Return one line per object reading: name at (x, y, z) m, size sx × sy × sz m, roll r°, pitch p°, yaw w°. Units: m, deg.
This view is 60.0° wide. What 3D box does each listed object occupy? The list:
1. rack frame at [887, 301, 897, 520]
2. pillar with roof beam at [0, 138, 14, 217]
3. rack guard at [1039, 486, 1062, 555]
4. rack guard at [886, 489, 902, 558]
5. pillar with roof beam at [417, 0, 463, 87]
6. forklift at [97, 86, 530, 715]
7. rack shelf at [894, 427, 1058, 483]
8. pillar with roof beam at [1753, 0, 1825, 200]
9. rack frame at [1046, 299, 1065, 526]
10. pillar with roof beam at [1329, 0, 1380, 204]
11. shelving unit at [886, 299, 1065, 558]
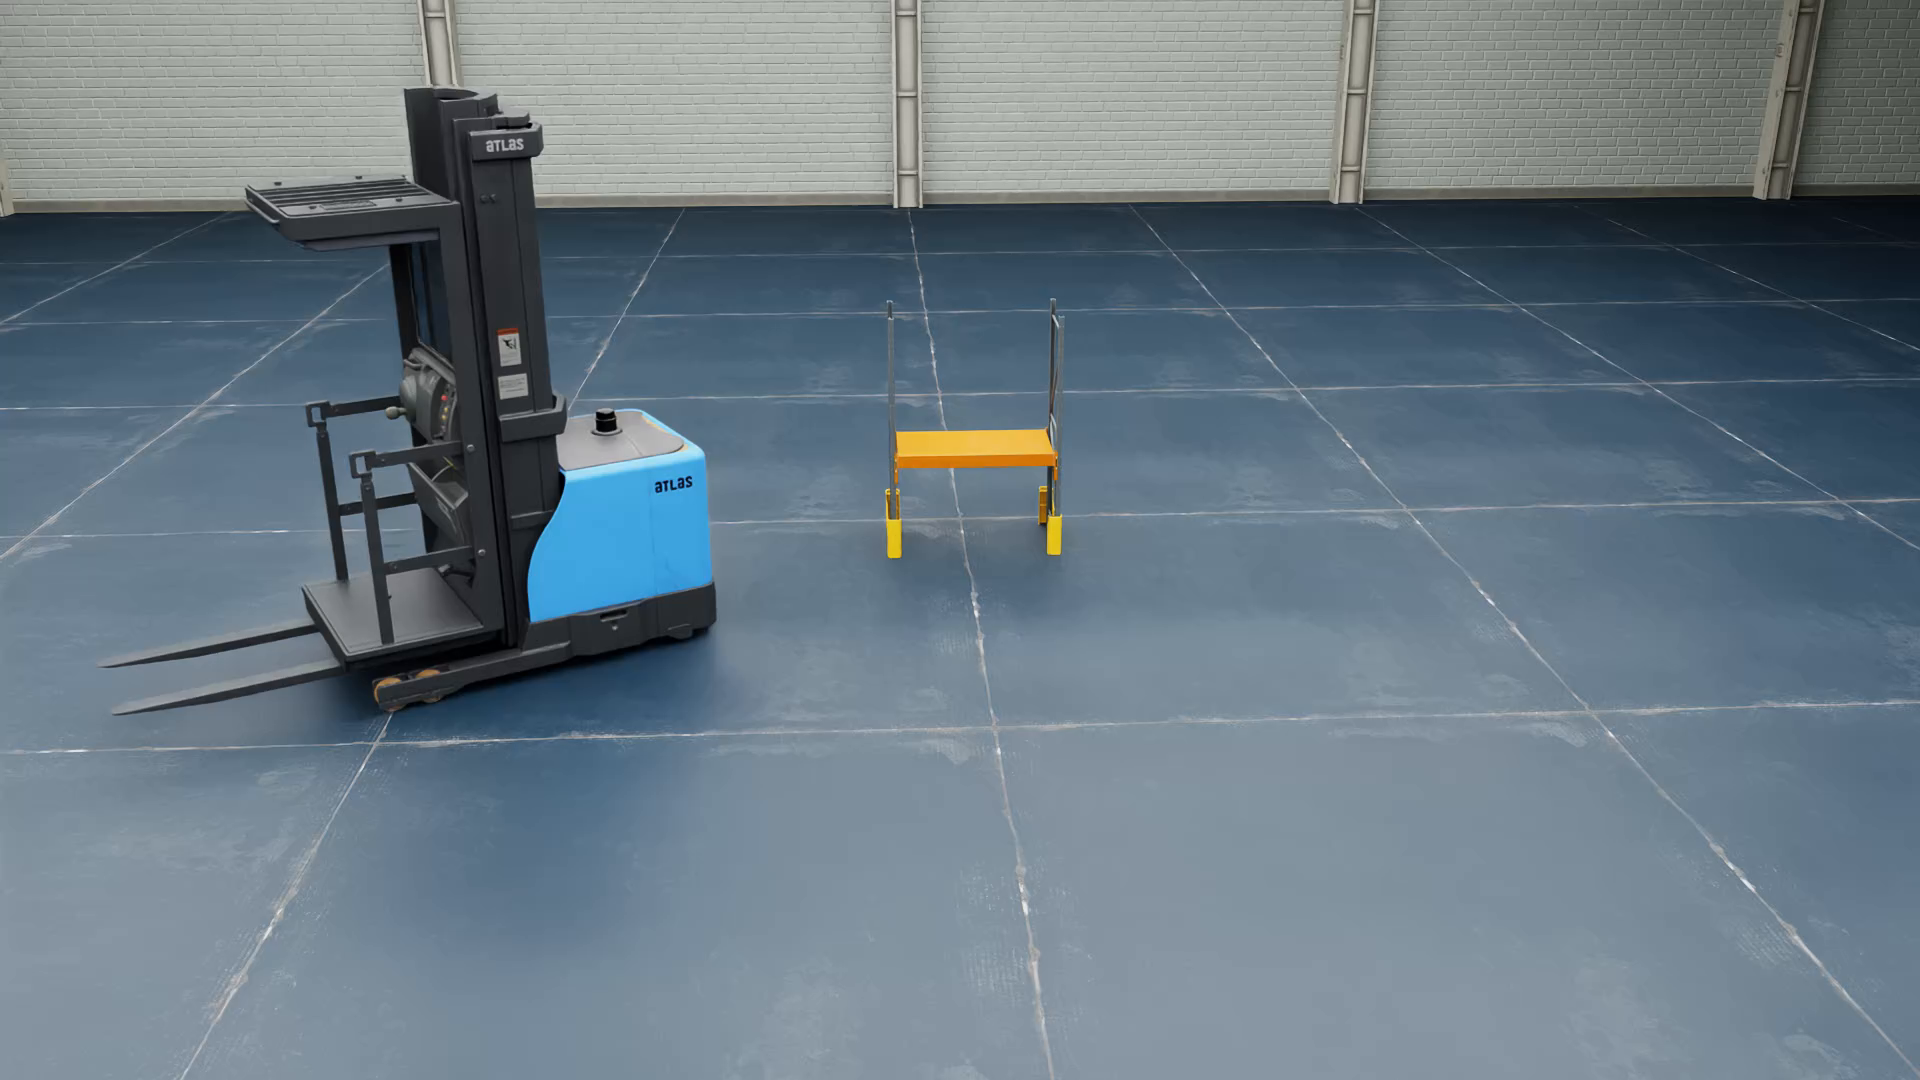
rack frame at (-0.422, -0.692, 10.332) m, size 0.032 × 1.500 × 0.500 m, roll -1°, pitch 21°, yaw -3°
pillar with roof beam at (-12.438, -6.951, 16.231) m, size 0.400 × 9.000 × 9.100 m, roll -1°, pitch 21°, yaw -3°
rack guard at (0.573, -0.128, 10.607) m, size 0.087 × 0.250 × 0.587 m, roll -1°, pitch 21°, yaw -3°
rack guard at (-0.421, -0.108, 10.554) m, size 0.087 × 0.250 × 0.587 m, roll -1°, pitch 21°, yaw -3°
pillar with roof beam at (-6.448, -7.073, 16.551) m, size 0.400 × 9.000 × 9.100 m, roll -1°, pitch 21°, yaw -3°
forklift at (-2.880, -0.723, 8.401) m, size 3.031 × 2.935 × 1.121 m, roll -12°, pitch 24°, yaw -29°
rack shelf at (0.085, -0.535, 10.423) m, size 1.000 × 0.185 × 0.538 m, roll -1°, pitch 21°, yaw -3°
pillar with roof beam at (11.523, -7.438, 17.511) m, size 0.400 × 9.000 × 9.100 m, roll -1°, pitch 21°, yaw -3°
rack frame at (0.593, -0.713, 10.386) m, size 0.032 × 1.500 × 0.500 m, roll -1°, pitch 21°, yaw -3°
pillar with roof beam at (5.533, -7.317, 17.191) m, size 0.400 × 9.000 × 9.100 m, roll -1°, pitch 21°, yaw -3°
shelving unit at (0.076, -0.702, 10.358) m, size 1.083 × 1.500 × 0.587 m, roll -1°, pitch 21°, yaw -3°
